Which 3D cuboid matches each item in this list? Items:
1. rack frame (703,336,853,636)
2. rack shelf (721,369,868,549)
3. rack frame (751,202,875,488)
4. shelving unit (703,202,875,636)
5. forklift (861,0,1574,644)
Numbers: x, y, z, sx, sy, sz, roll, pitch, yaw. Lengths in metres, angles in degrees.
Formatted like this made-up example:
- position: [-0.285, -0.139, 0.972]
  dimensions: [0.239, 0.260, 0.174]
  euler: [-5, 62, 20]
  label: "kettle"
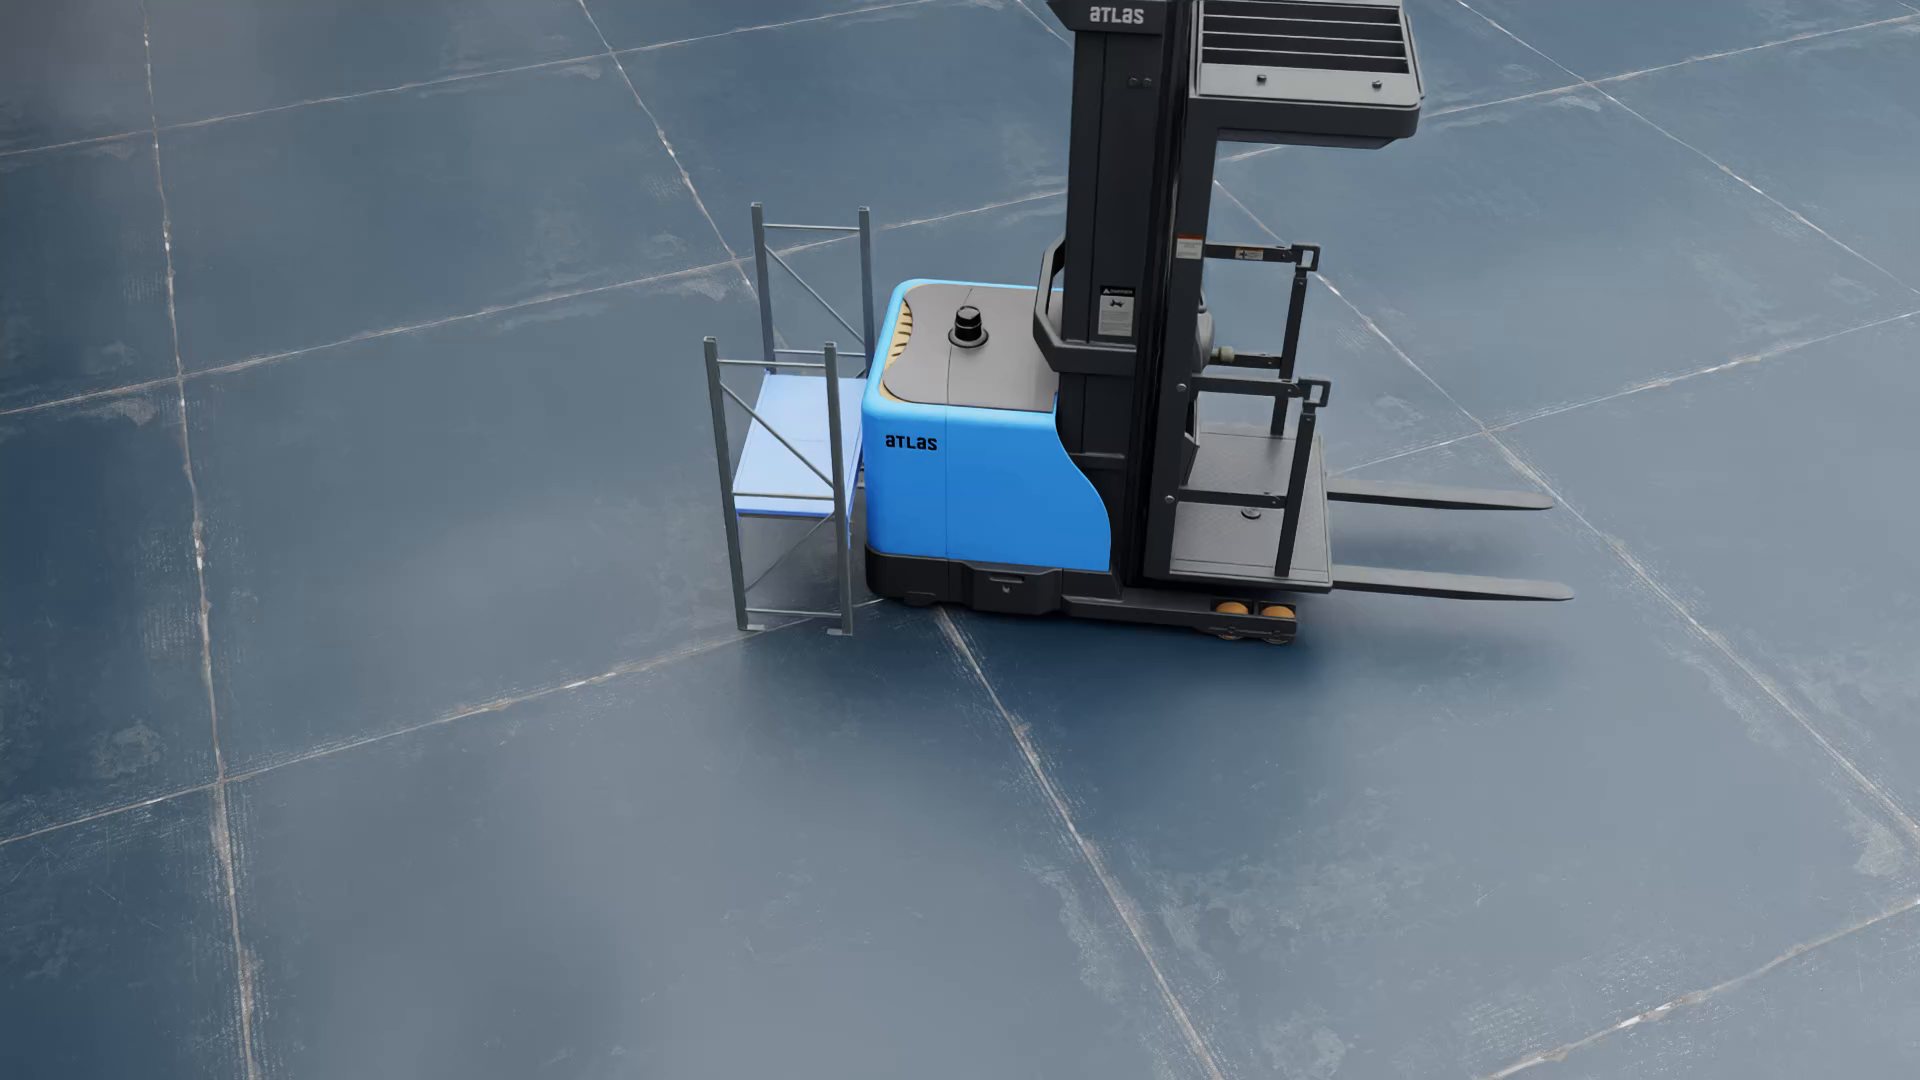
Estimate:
- position: [-0.713, -0.175, 6.722]
  dimensions: [0.500, 1.500, 0.032]
  euler: [3, 41, 4]
  label: "rack frame"
- position: [-0.672, -0.369, 7.223]
  dimensions: [0.538, 0.185, 1.000]
  euler: [3, 41, 4]
  label: "rack shelf"
- position: [-0.631, -0.836, 7.490]
  dimensions: [0.500, 1.500, 0.032]
  euler: [3, 41, 4]
  label: "rack frame"
- position: [-0.672, -0.506, 7.106]
  dimensions: [0.538, 1.500, 1.048]
  euler: [3, 41, 4]
  label: "shelving unit"
- position: [1.141, -1.035, 6.625]
  dimensions: [3.031, 2.935, 1.130]
  euler: [5, 41, 5]
  label: "forklift"
